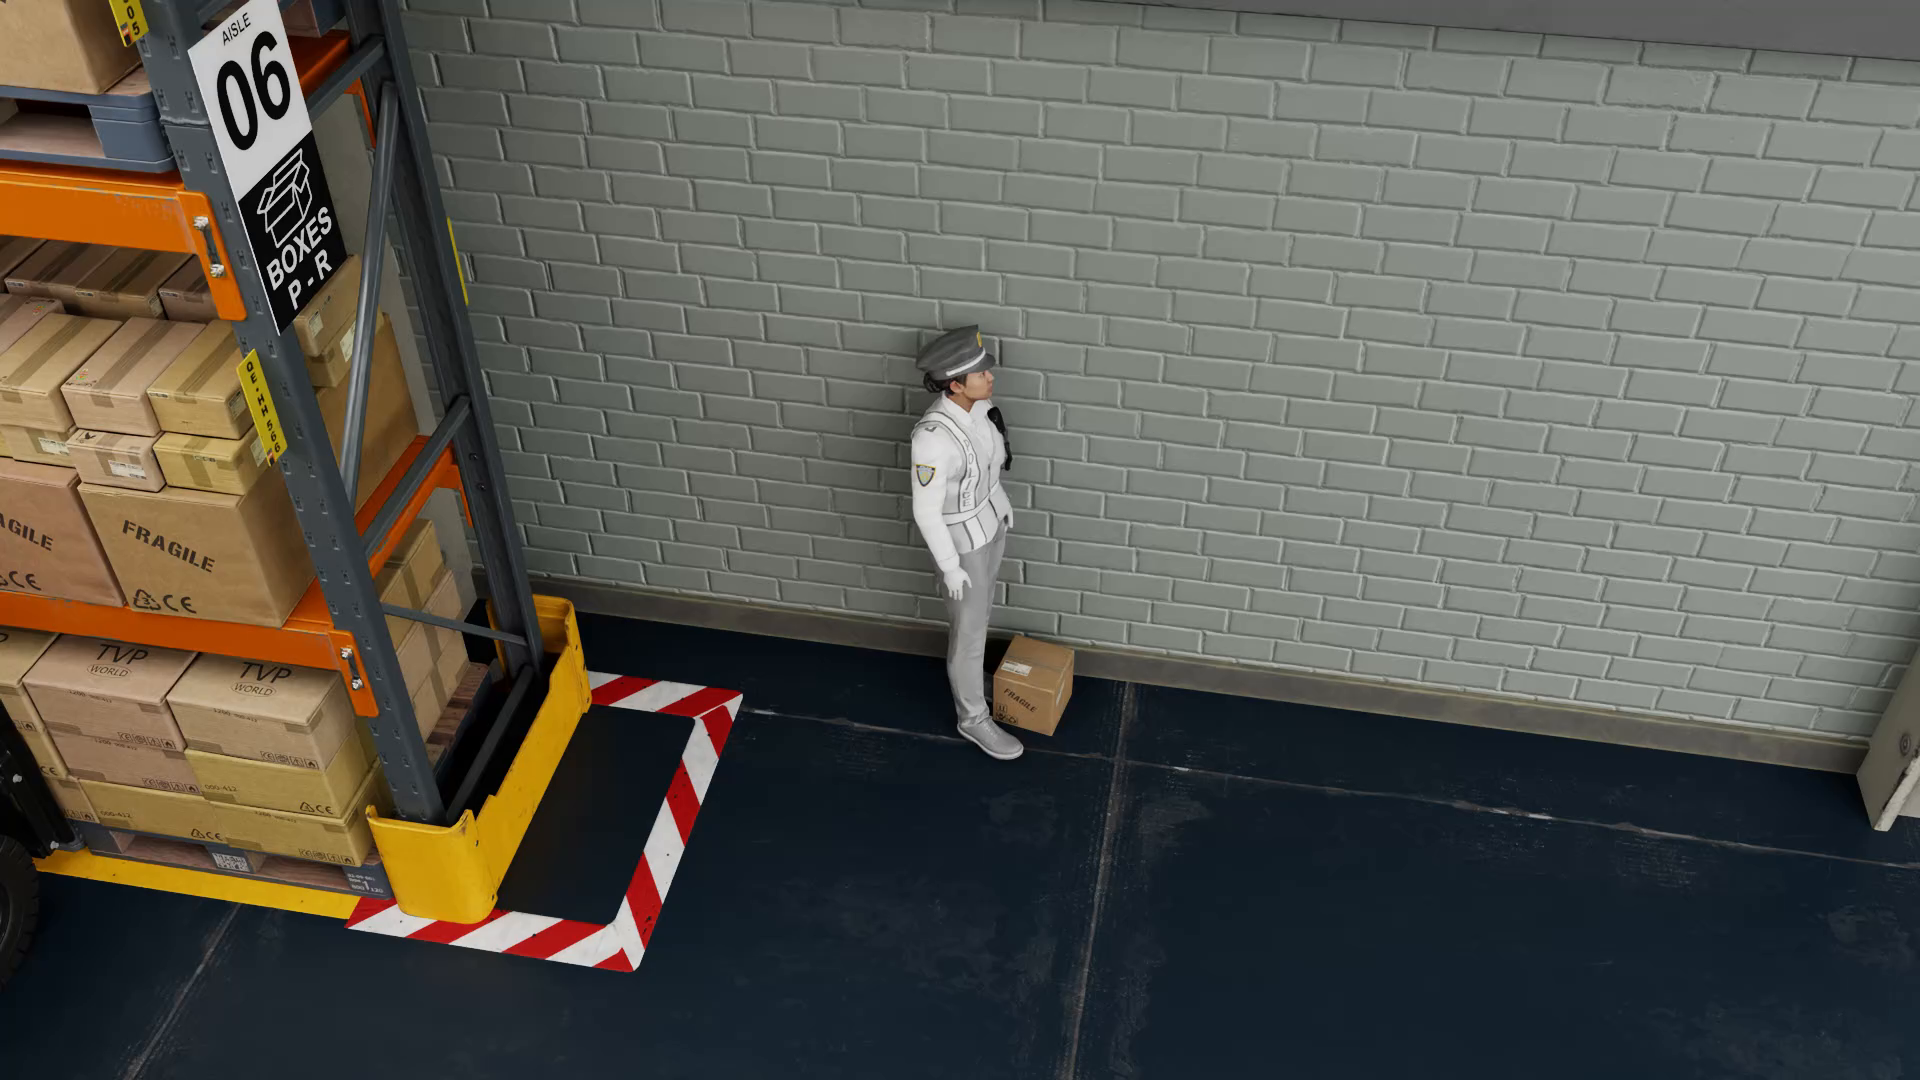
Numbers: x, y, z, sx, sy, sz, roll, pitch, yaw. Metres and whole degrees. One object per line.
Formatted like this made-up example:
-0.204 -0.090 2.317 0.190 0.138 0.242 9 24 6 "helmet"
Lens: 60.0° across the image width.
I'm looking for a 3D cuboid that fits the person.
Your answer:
0.088 -0.015 6.135 0.533 1.695 0.586 16 43 17 "person"
